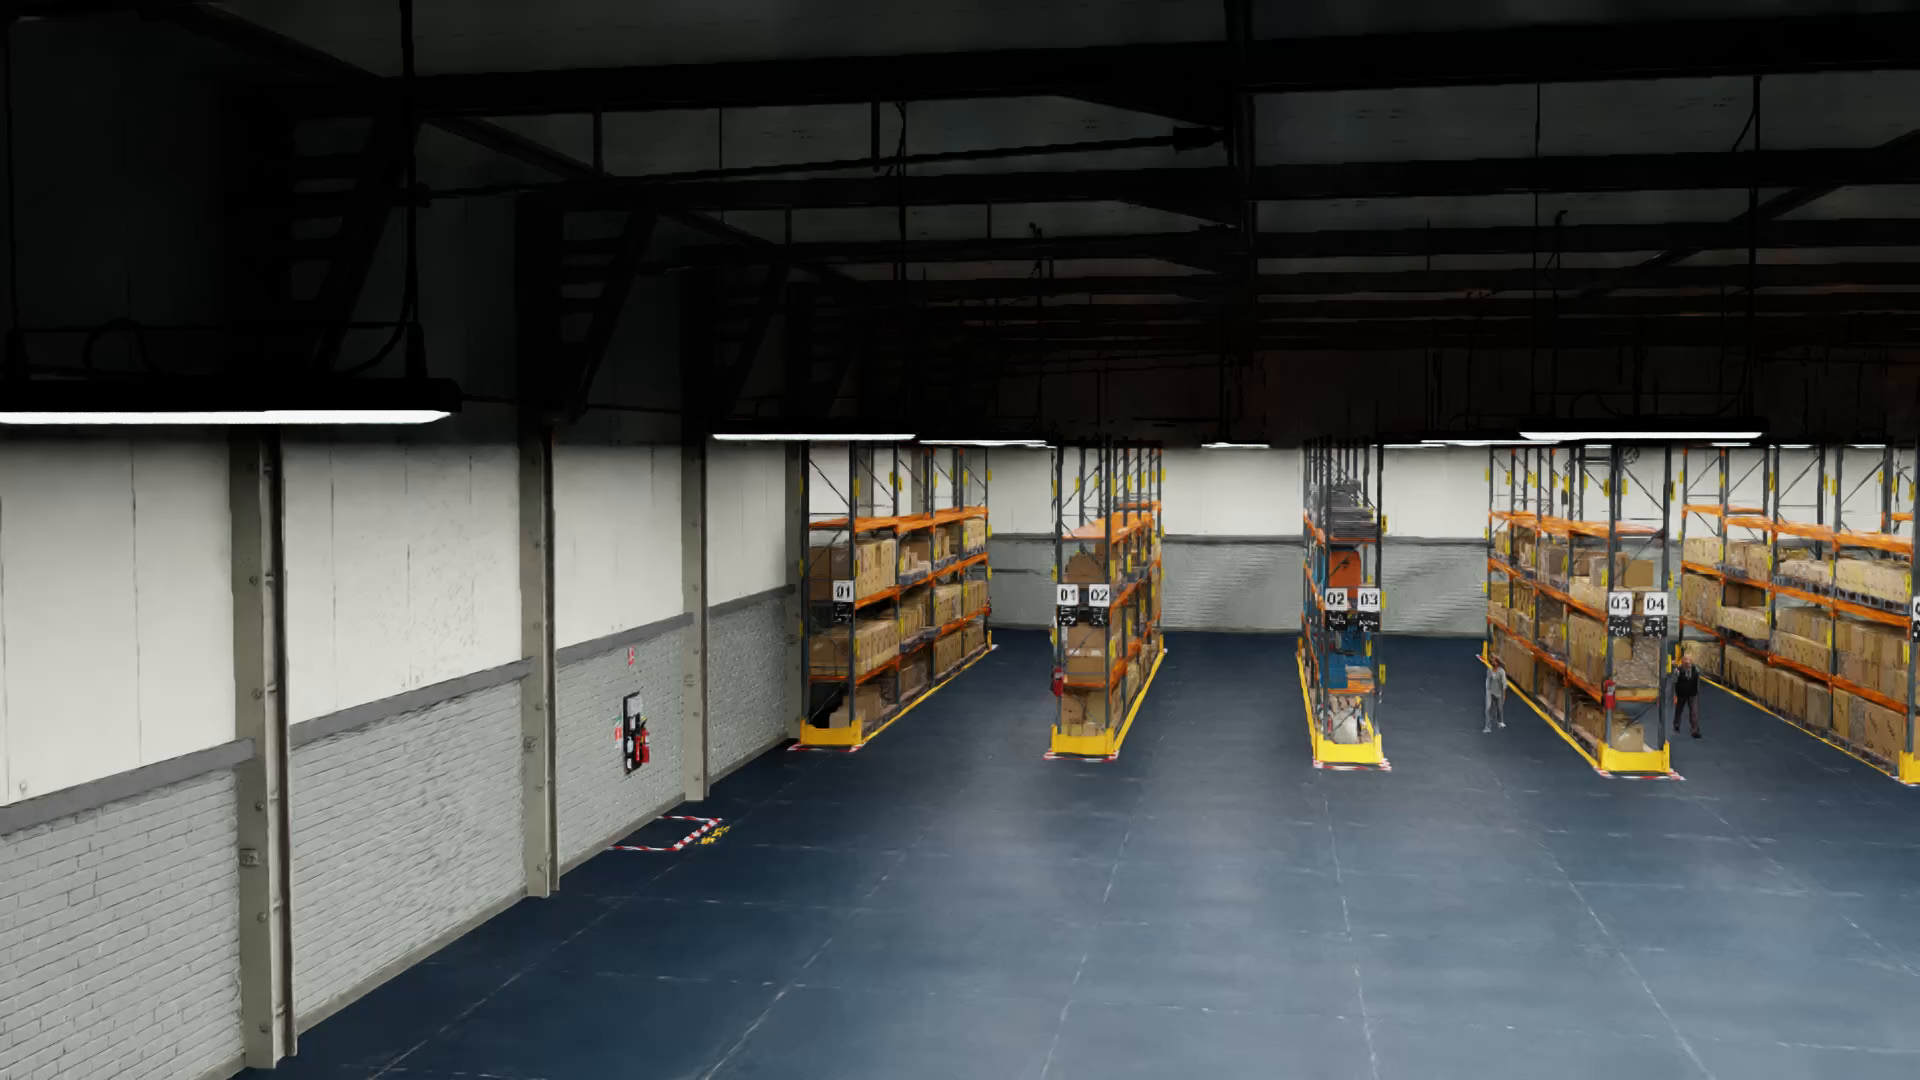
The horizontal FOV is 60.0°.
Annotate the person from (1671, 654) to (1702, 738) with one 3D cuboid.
[{"bbox_3d":[14.502,3.091,33.235,0.543,1.647,1.115,1,3,13],"label":"person"}]

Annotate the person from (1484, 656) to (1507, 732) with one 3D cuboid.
[{"bbox_3d":[10.913,3.107,33.830,0.437,1.543,0.849,2,3,27],"label":"person"}]

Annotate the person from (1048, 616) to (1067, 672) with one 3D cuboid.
[{"bbox_3d":[2.607,2.556,42.688,0.689,1.735,0.549,0,3,9],"label":"person"}]
